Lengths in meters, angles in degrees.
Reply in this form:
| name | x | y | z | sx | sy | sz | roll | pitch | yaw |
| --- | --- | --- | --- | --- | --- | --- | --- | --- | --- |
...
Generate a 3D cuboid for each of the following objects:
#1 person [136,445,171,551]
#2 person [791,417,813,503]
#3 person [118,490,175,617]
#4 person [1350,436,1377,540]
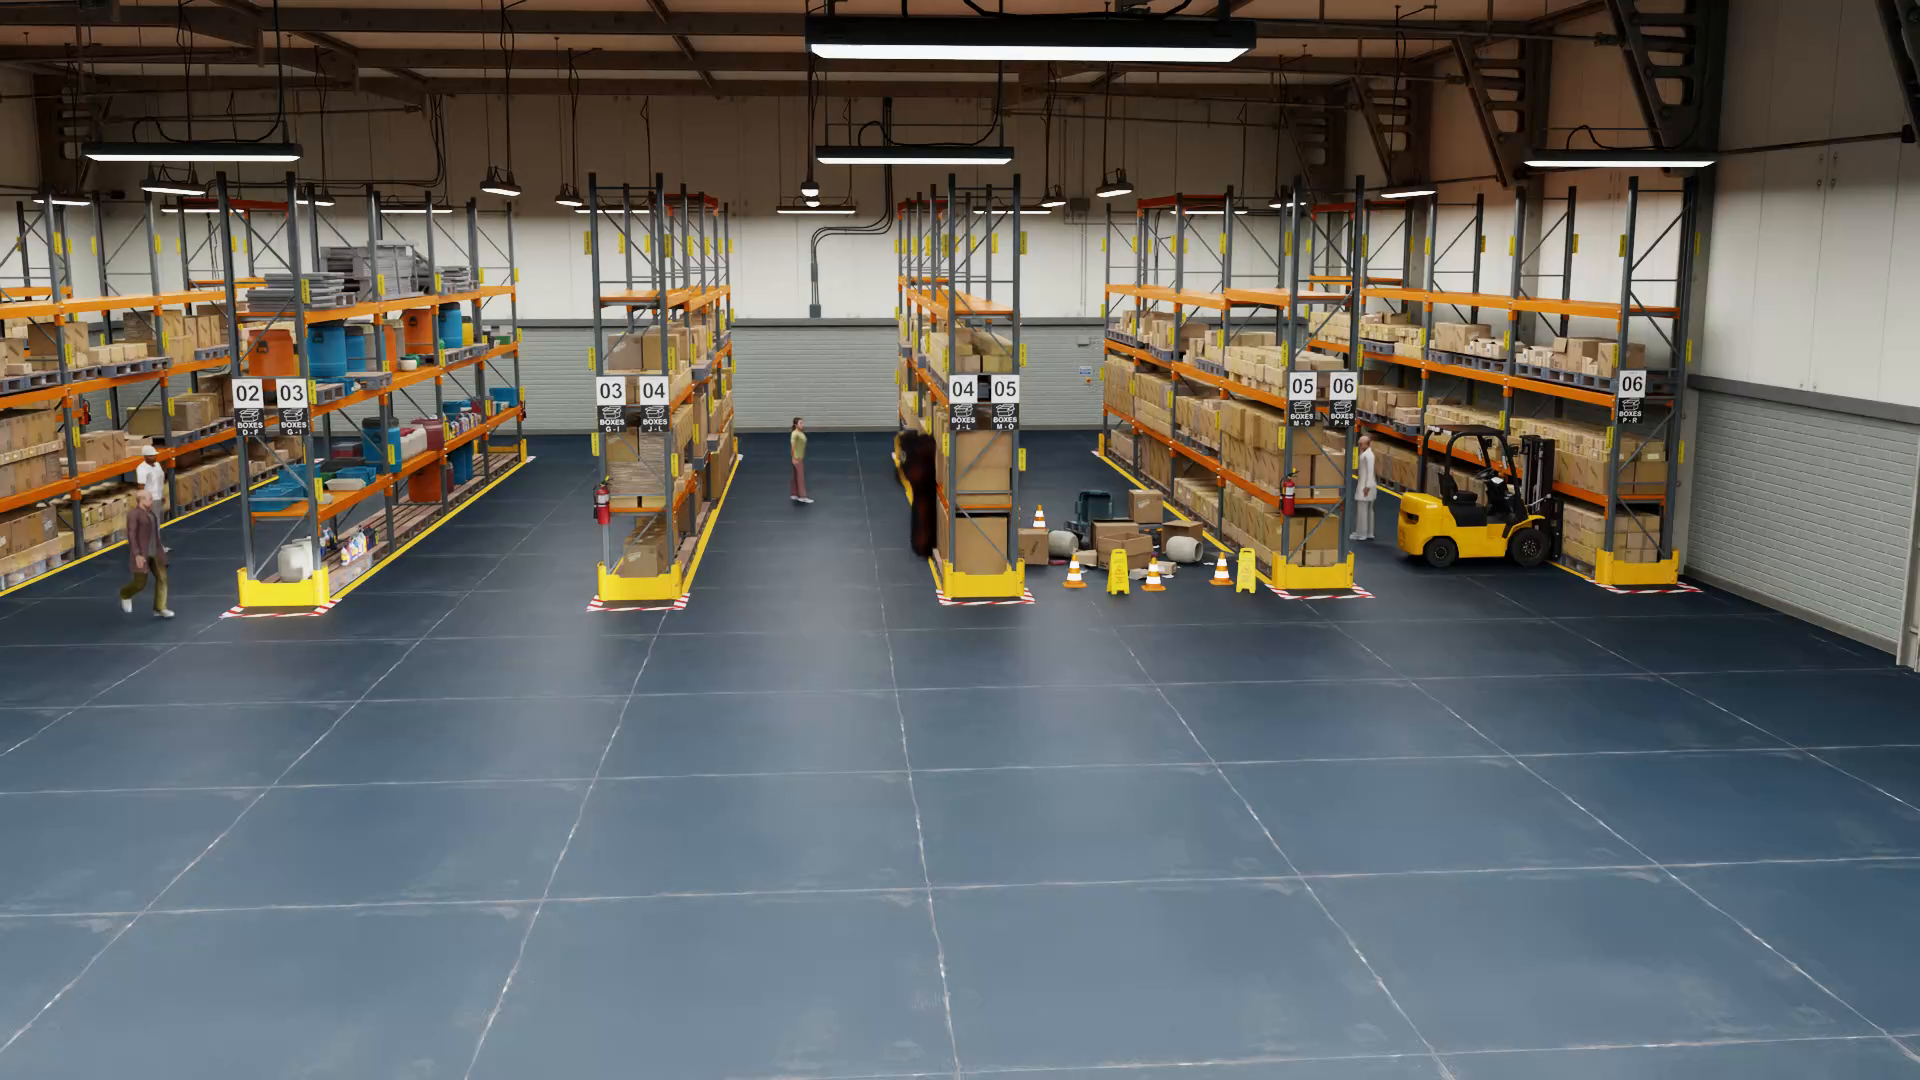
| name | x | y | z | sx | sy | sz | roll | pitch | yaw |
| --- | --- | --- | --- | --- | --- | --- | --- | --- | --- |
| person | -13.338 | -0.688 | 27.447 | 0.447 | 1.772 | 0.579 | -4 | 11 | -20 |
| person | -3.136 | -1.602 | 32.996 | 0.507 | 1.691 | 0.484 | 1 | 10 | 8 |
| person | -11.140 | 0.177 | 22.642 | 0.874 | 1.737 | 0.532 | 6 | 12 | 32 |
| person | 7.016 | -0.918 | 28.825 | 0.409 | 1.786 | 0.631 | 5 | 11 | 28 |
